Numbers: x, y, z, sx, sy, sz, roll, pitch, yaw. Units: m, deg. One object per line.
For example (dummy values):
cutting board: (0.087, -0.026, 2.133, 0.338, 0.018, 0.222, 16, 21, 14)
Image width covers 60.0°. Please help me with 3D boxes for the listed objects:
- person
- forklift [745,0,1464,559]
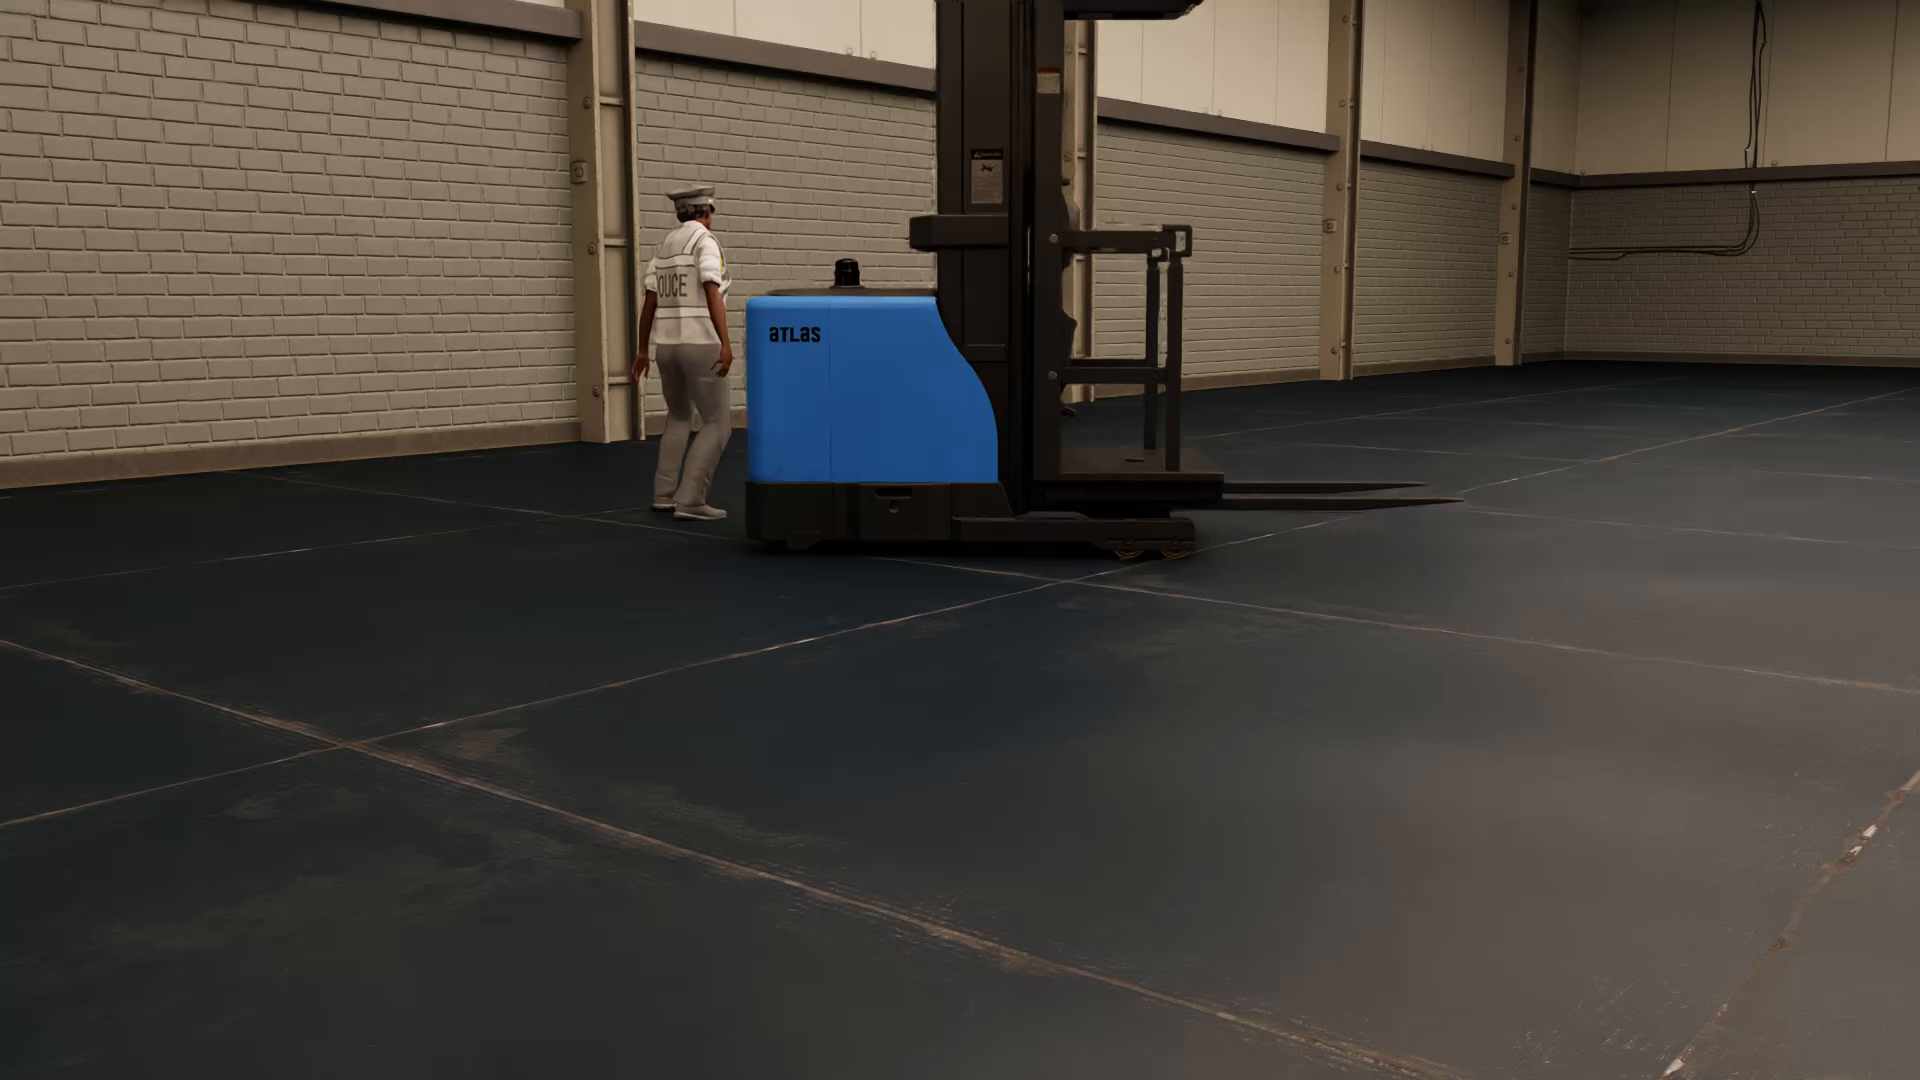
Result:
person: (-1.332, -0.919, 8.163, 0.796, 1.631, 0.424, 8, 11, 42)
forklift: (0.621, -1.451, 7.197, 3.031, 2.935, 1.130, 0, 8, 1)
